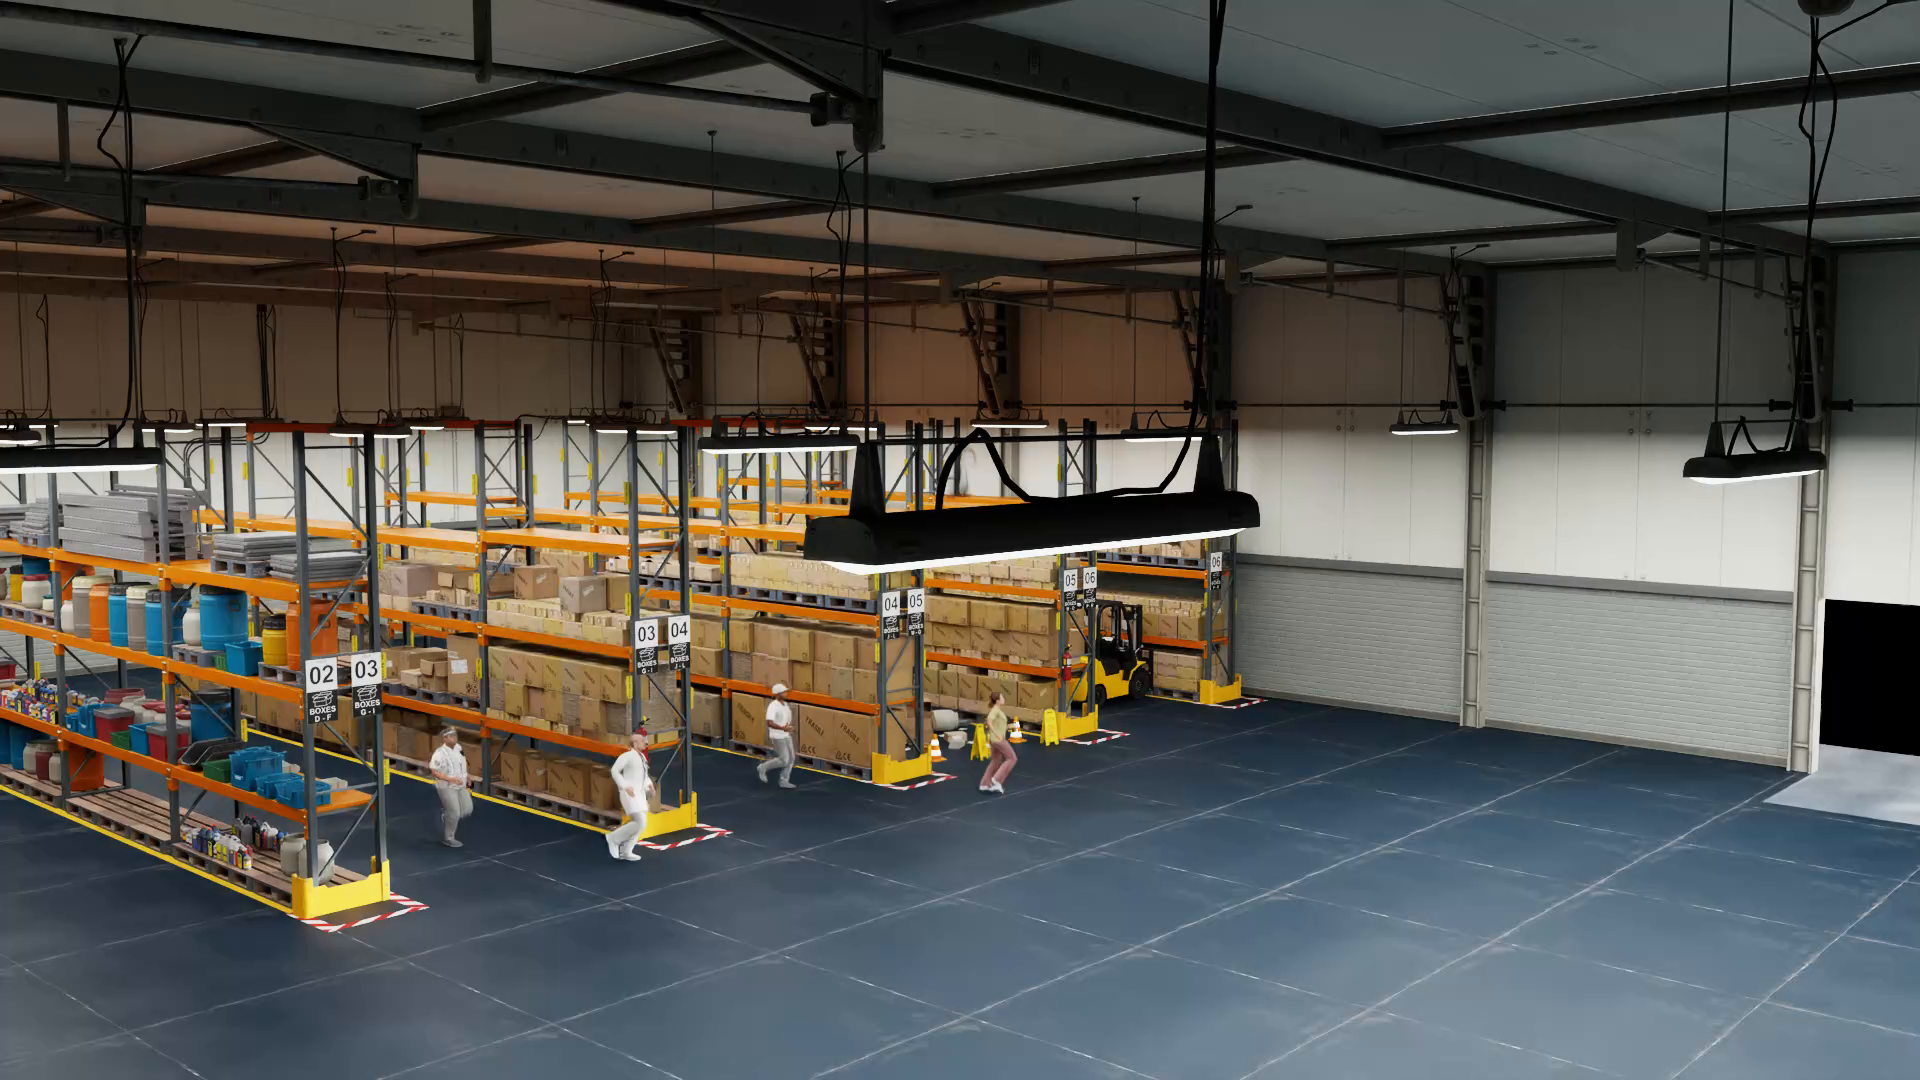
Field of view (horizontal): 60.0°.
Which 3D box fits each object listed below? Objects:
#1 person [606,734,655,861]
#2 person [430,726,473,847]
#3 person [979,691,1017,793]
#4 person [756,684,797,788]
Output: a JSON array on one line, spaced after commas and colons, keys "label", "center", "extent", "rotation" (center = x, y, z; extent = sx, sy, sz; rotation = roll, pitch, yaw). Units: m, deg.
[{"label": "person", "center": [-4.550, 3.579, 23.260], "extent": [0.542, 1.729, 0.743], "rotation": [1, 5, 10]}, {"label": "person", "center": [-7.287, 3.522, 23.853], "extent": [0.599, 1.743, 0.664], "rotation": [2, 5, 25]}, {"label": "person", "center": [0.630, 3.288, 27.101], "extent": [0.638, 1.657, 0.554], "rotation": [-1, 5, -10]}, {"label": "person", "center": [-3.003, 3.228, 27.422], "extent": [0.687, 1.726, 0.699], "rotation": [1, 5, 15]}]
